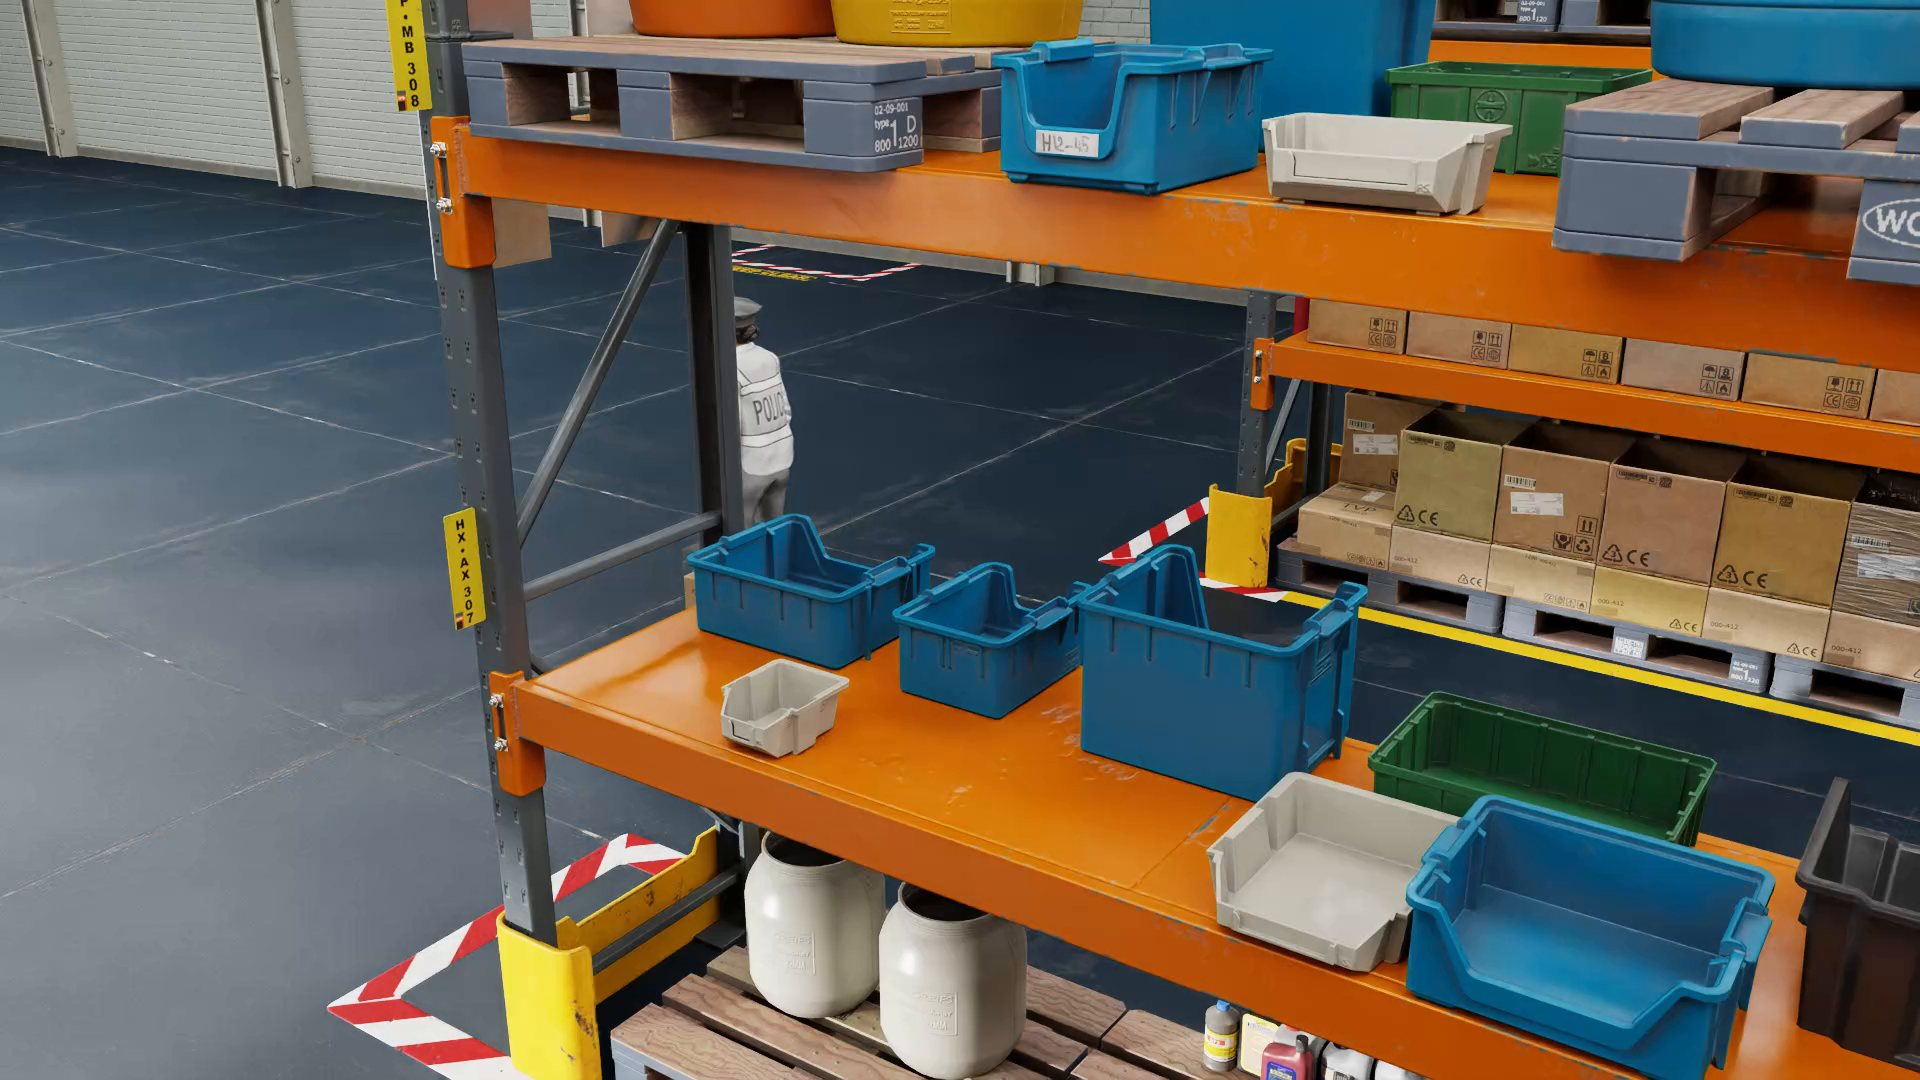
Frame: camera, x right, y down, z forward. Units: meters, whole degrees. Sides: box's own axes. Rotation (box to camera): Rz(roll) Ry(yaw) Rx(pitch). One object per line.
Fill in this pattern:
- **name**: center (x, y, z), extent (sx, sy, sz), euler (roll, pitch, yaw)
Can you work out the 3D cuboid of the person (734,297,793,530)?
- **person**: center (-1.023, -0.338, 7.994), extent (0.408, 1.667, 0.547), euler (12, 23, 29)
